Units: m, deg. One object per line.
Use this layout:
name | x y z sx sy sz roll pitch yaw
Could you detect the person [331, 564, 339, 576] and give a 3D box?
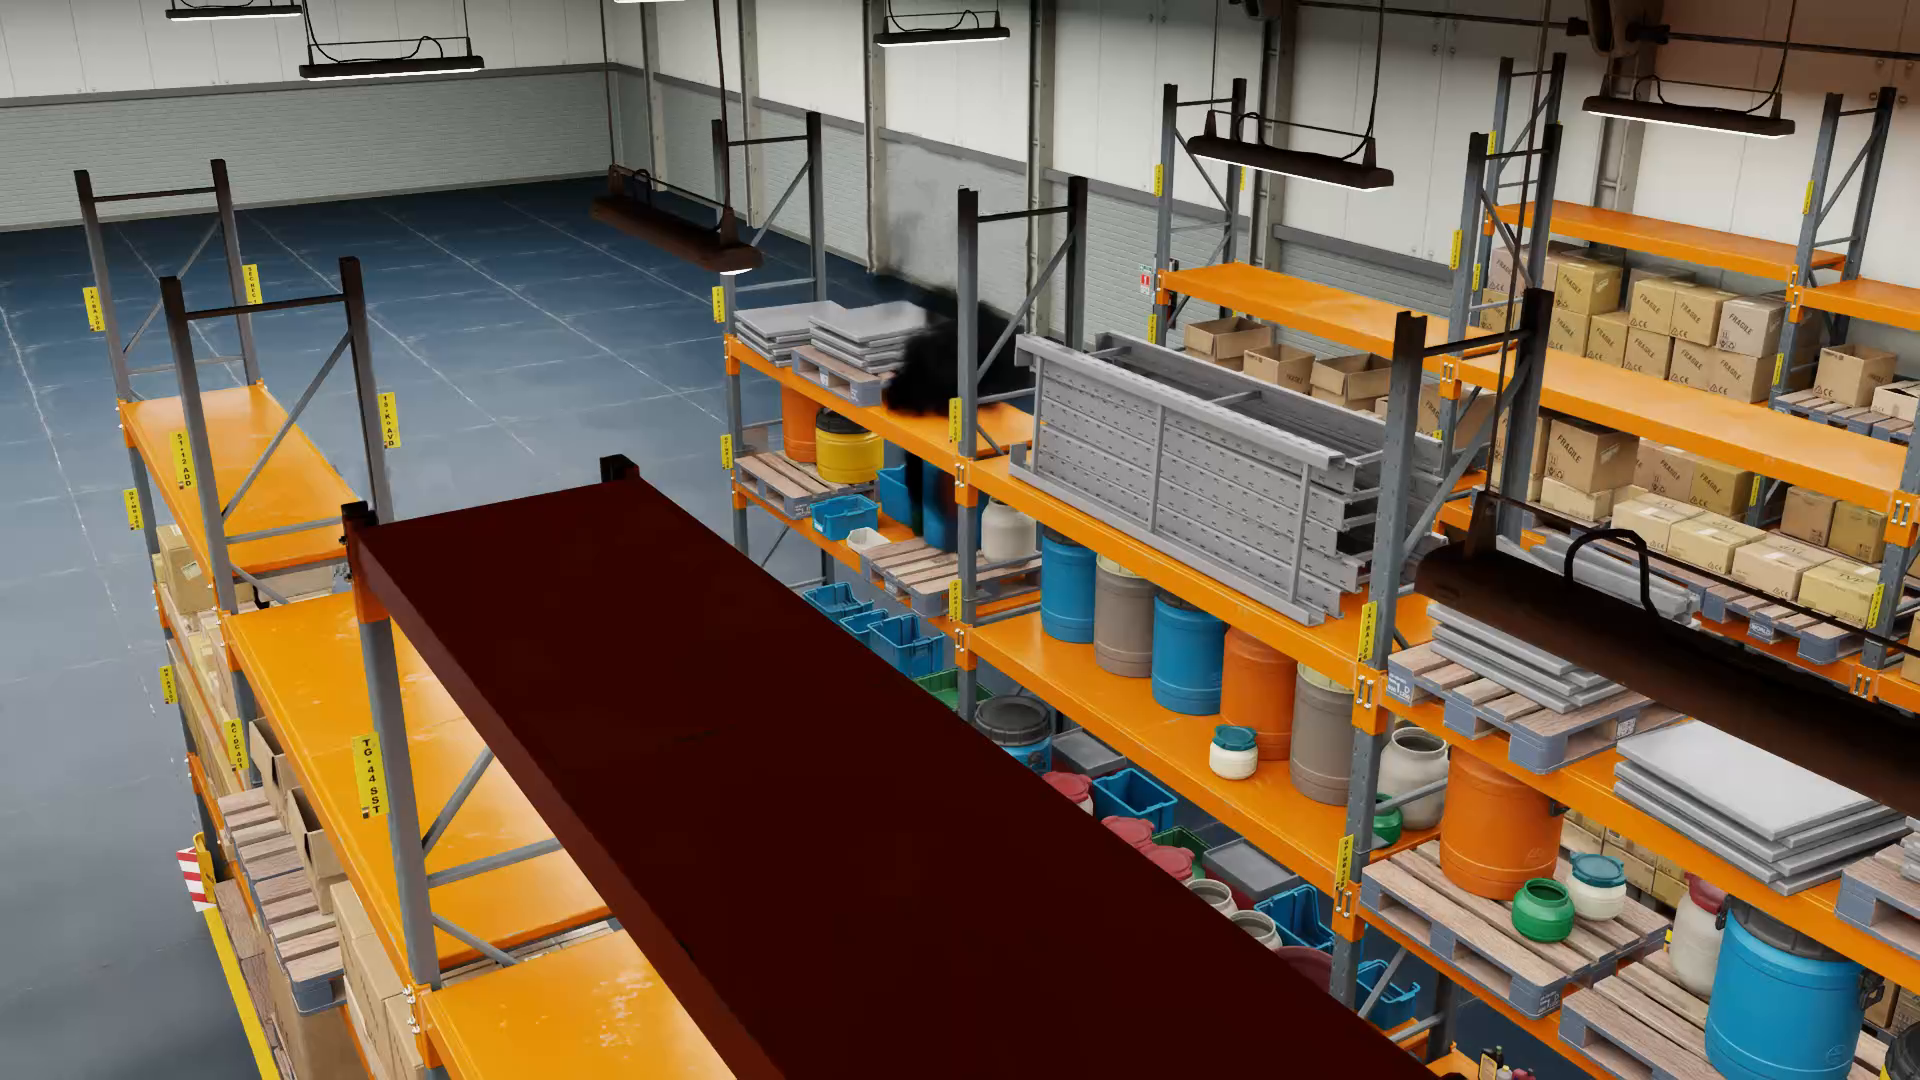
person | -7.664 -0.115 19.617 0.546 1.558 0.542 -3 22 -8
